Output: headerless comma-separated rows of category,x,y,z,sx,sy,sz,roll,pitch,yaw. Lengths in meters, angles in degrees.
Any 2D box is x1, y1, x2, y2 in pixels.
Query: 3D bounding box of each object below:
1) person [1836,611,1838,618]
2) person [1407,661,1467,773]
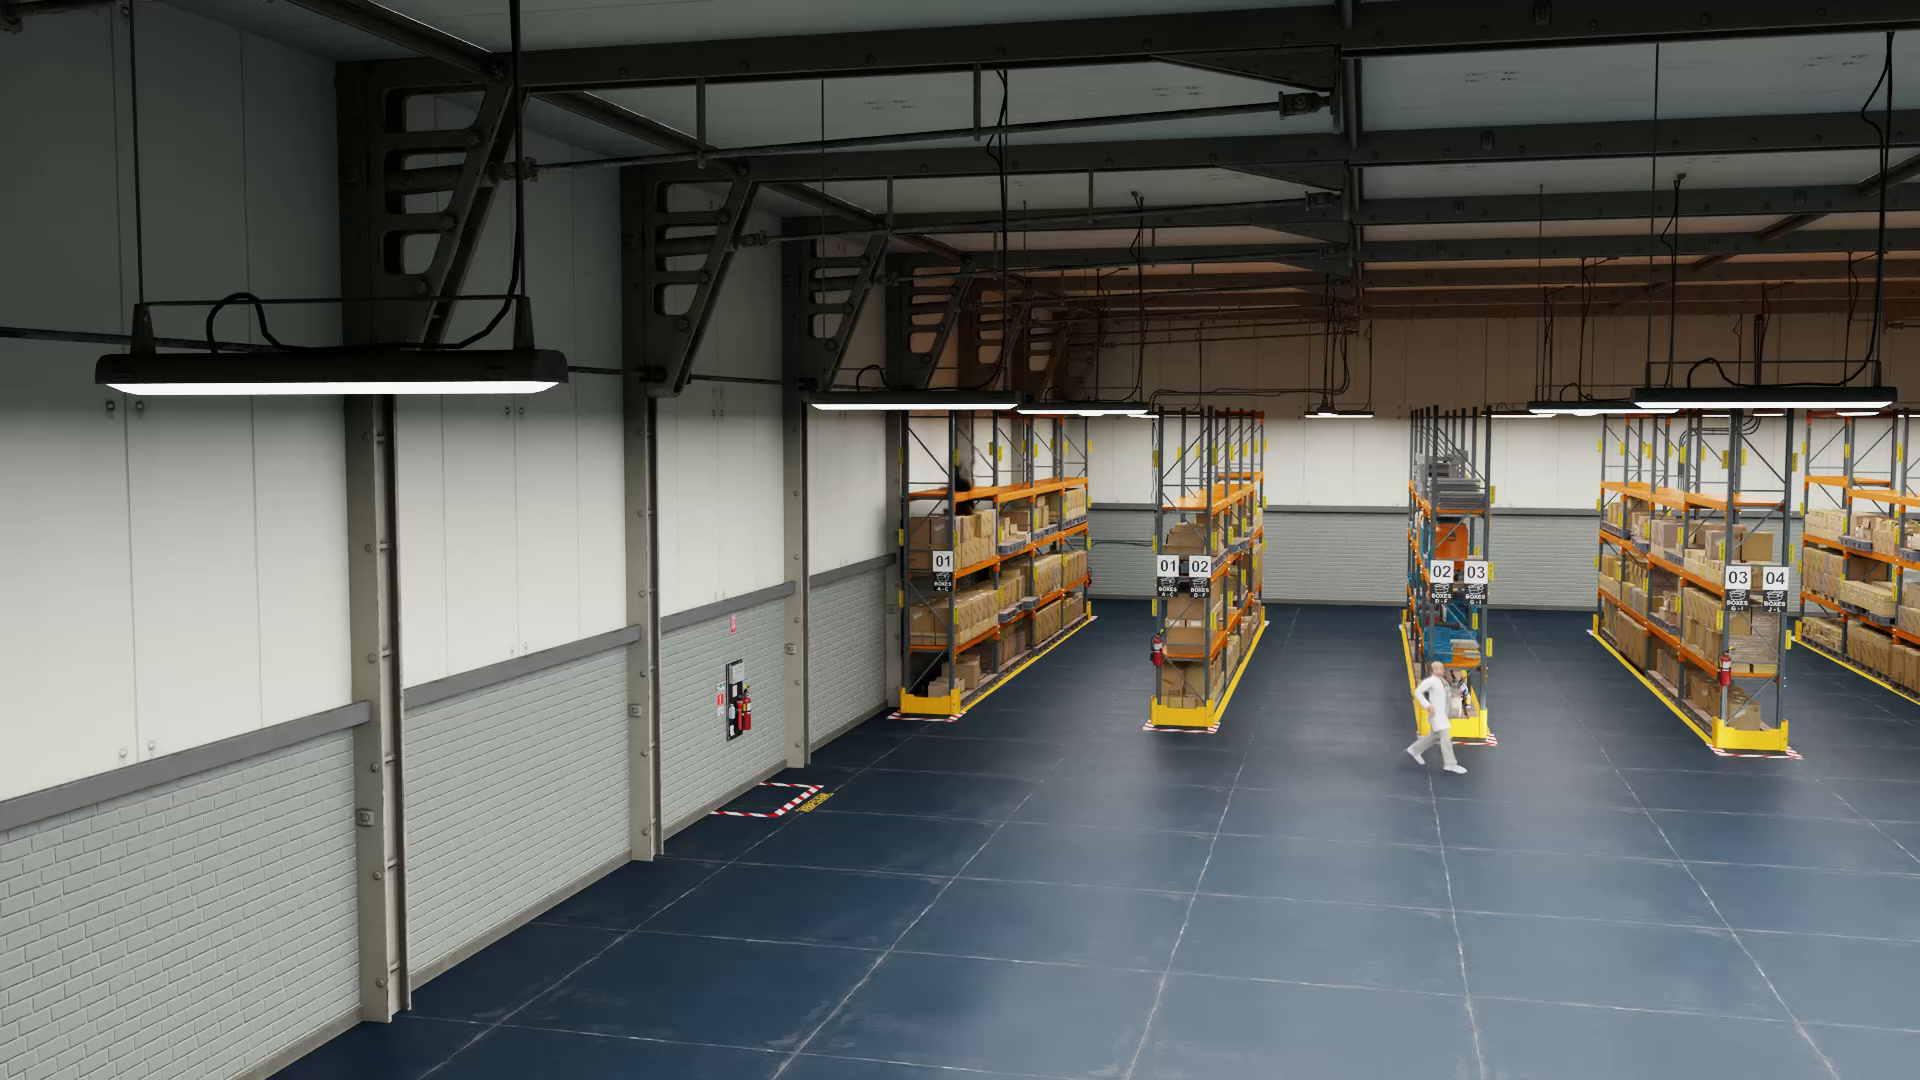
person,23.597,1.656,44.478,0.578,1.727,0.506,-1,4,-9
person,7.787,2.858,27.132,1.063,1.765,0.701,3,5,36
